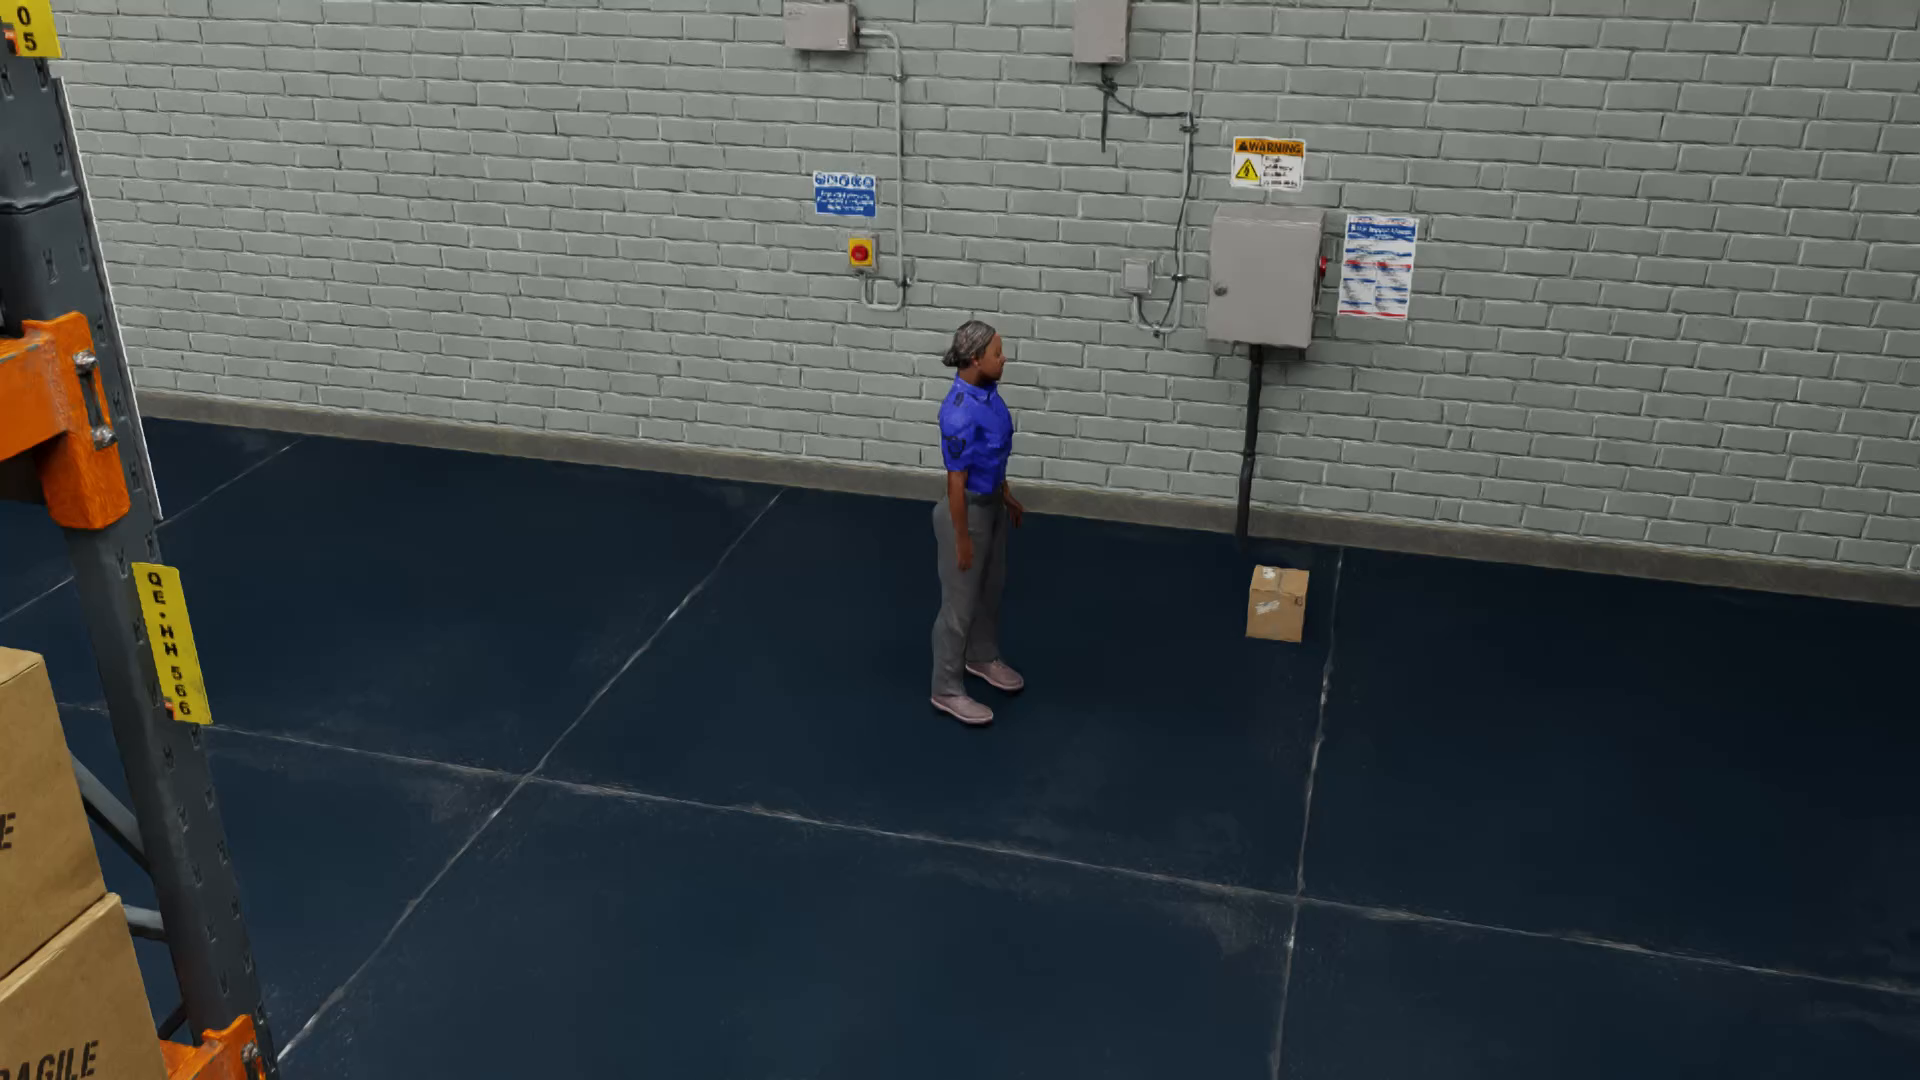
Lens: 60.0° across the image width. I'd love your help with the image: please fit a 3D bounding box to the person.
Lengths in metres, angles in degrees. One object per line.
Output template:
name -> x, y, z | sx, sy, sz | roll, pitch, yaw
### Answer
person -> 0.076, -0.090, 6.755 | 0.355, 1.665, 0.489 | 7, 26, 15
